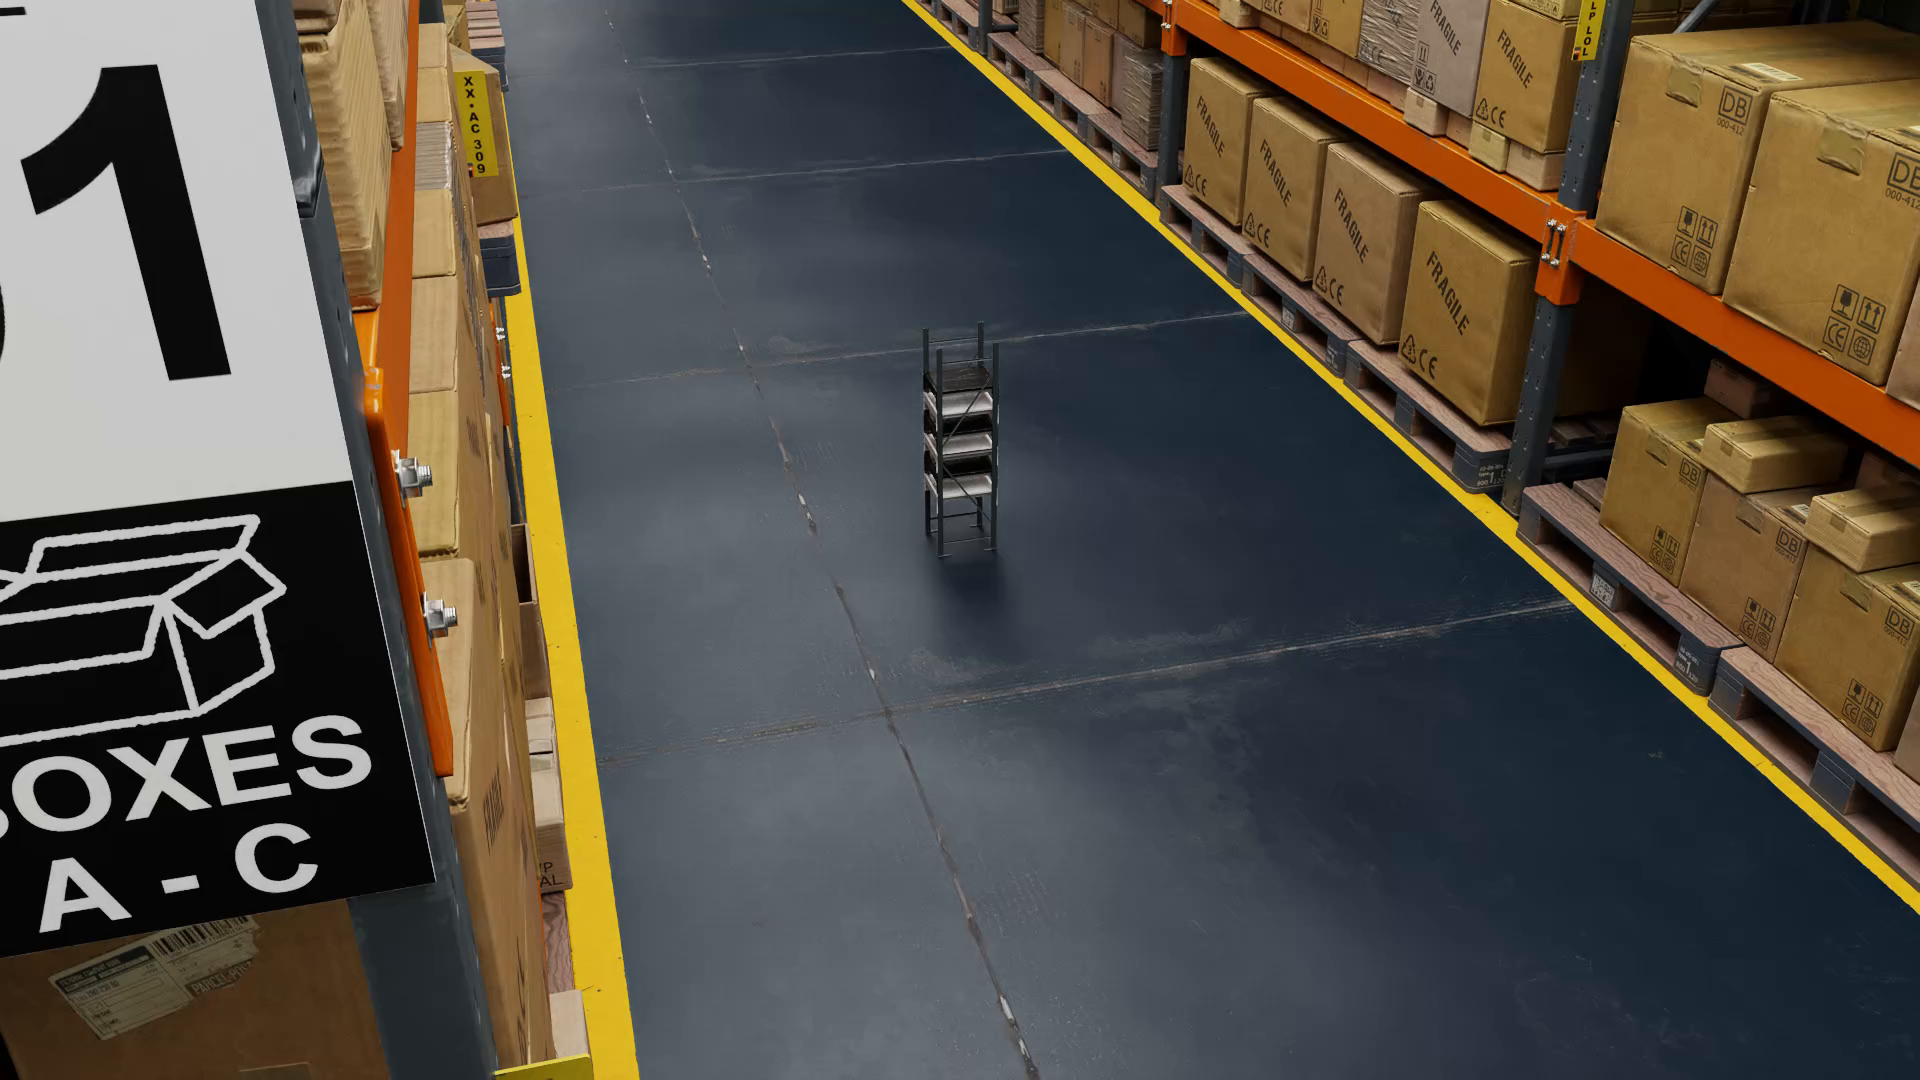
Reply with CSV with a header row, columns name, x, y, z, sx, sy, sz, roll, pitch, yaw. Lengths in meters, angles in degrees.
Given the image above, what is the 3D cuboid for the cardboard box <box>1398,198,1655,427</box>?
name,x,y,z,sx,sy,sz,roll,pitch,yaw
cardboard box,2.472,-1.029,7.260,0.750,0.750,0.750,-7,31,-13

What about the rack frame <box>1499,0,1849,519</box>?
name,x,y,z,sx,sy,sz,roll,pitch,yaw
rack frame,2.769,-1.481,6.314,1.000,3.000,0.127,-8,31,-13

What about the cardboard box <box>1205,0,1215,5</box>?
name,x,y,z,sx,sy,sz,roll,pitch,yaw
cardboard box,1.572,-3.123,9.382,0.380,0.149,0.250,-8,31,-14

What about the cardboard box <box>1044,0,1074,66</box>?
name,x,y,z,sx,sy,sz,roll,pitch,yaw
cardboard box,1.043,-3.857,12.475,0.700,0.500,0.500,-8,31,-14

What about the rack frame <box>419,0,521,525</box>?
name,x,y,z,sx,sy,sz,roll,pitch,yaw
rack frame,-2.005,-0.820,5.173,1.000,3.000,0.127,-8,31,-13

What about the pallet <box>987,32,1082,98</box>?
name,x,y,z,sx,sy,sz,roll,pitch,yaw
pallet,0.854,-3.762,13.039,1.003,0.211,1.213,-8,31,-13

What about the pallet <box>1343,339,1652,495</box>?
name,x,y,z,sx,sy,sz,roll,pitch,yaw
pallet,2.492,-0.637,7.639,1.003,0.211,1.213,-8,31,-13

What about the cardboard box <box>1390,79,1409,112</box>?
name,x,y,z,sx,sy,sz,roll,pitch,yaw
cardboard box,2.164,-2.003,7.447,0.380,0.149,0.250,-8,31,-13

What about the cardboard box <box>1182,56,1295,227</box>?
name,x,y,z,sx,sy,sz,roll,pitch,yaw
cardboard box,1.777,-2.291,9.441,0.750,0.750,0.750,-8,31,-14

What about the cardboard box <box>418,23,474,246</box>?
name,x,y,z,sx,sy,sz,roll,pitch,yaw
cardboard box,-1.622,-1.087,4.535,0.500,0.500,0.500,-8,31,-13

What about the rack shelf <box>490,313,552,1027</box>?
name,x,y,z,sx,sy,sz,roll,pitch,yaw
rack shelf,-1.475,0.457,3.684,1.077,0.370,4.000,-8,31,-13

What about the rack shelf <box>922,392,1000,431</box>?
name,x,y,z,sx,sy,sz,roll,pitch,yaw
rack shelf,0.002,-0.512,6.444,0.258,0.077,0.200,-8,31,-13

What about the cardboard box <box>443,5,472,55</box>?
name,x,y,z,sx,sy,sz,roll,pitch,yaw
cardboard box,-2.159,-1.628,6.049,0.700,0.500,0.500,-3,30,-5

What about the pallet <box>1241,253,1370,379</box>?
name,x,y,z,sx,sy,sz,roll,pitch,yaw
pallet,2.165,-1.227,8.659,1.003,0.211,1.213,-8,31,-13

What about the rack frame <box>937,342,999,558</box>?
name,x,y,z,sx,sy,sz,roll,pitch,yaw
rack frame,0.029,-0.336,6.433,0.240,0.900,0.006,-8,31,-13

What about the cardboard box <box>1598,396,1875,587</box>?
name,x,y,z,sx,sy,sz,roll,pitch,yaw
cardboard box,2.869,-0.206,6.187,0.700,0.500,0.500,-7,31,-13

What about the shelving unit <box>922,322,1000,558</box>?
name,x,y,z,sx,sy,sz,roll,pitch,yaw
shelving unit,0.002,-0.386,6.518,0.258,0.900,0.210,-8,31,-13

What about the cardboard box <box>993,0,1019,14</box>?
name,x,y,z,sx,sy,sz,roll,pitch,yaw
cardboard box,0.475,-4.563,14.029,0.380,0.166,0.250,-12,32,-20

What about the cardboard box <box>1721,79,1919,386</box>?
name,x,y,z,sx,sy,sz,roll,pitch,yaw
cardboard box,3.086,-0.993,5.172,0.980,0.700,0.700,-9,31,-15

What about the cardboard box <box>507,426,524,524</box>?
name,x,y,z,sx,sy,sz,roll,pitch,yaw
cardboard box,-1.899,-0.195,6.148,0.500,0.500,0.500,-9,31,-16

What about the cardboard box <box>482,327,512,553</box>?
name,x,y,z,sx,sy,sz,roll,pitch,yaw
cardboard box,-1.349,-0.160,3.932,0.500,0.500,0.500,-7,31,-12

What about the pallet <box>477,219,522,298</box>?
name,x,y,z,sx,sy,sz,roll,pitch,yaw
pallet,-2.112,-1.138,5.913,1.003,0.211,1.213,-8,31,-13

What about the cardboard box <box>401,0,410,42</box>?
name,x,y,z,sx,sy,sz,roll,pitch,yaw
cardboard box,-1.090,-0.888,2.445,0.500,0.250,0.500,-8,31,-13

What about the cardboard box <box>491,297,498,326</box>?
name,x,y,z,sx,sy,sz,roll,pitch,yaw
cardboard box,-2.164,-1.002,6.795,0.500,0.250,0.500,-8,31,-13

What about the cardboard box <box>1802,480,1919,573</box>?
name,x,y,z,sx,sy,sz,roll,pitch,yaw
cardboard box,2.923,-0.045,5.262,0.380,0.149,0.250,-9,31,-15

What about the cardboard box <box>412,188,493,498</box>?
name,x,y,z,sx,sy,sz,roll,pitch,yaw
cardboard box,-1.217,-0.353,3.267,0.500,0.500,0.500,-8,31,-14

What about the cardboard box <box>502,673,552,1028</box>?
name,x,y,z,sx,sy,sz,roll,pitch,yaw
cardboard box,-0.949,0.570,2.670,0.500,0.500,0.500,-8,31,-14

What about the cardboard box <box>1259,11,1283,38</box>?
name,x,y,z,sx,sy,sz,roll,pitch,yaw
cardboard box,1.805,-2.755,8.747,0.380,0.149,0.250,-8,31,-14

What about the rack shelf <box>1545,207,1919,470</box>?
name,x,y,z,sx,sy,sz,roll,pitch,yaw
rack shelf,3.300,-0.203,4.825,1.077,0.370,4.000,-8,31,-13

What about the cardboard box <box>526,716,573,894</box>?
name,x,y,z,sx,sy,sz,roll,pitch,yaw
cardboard box,-1.382,0.753,4.700,0.500,0.311,0.500,-8,31,-13

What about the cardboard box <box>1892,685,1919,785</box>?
name,x,y,z,sx,sy,sz,roll,pitch,yaw
cardboard box,3.282,0.542,4.895,0.700,0.500,0.500,-9,31,-15

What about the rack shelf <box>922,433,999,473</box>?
name,x,y,z,sx,sy,sz,roll,pitch,yaw
rack shelf,0.002,-0.357,6.534,0.258,0.077,0.200,-8,31,-13

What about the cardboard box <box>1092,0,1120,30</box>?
name,x,y,z,sx,sy,sz,roll,pitch,yaw
cardboard box,1.234,-3.718,11.487,0.500,0.250,0.500,-8,31,-14

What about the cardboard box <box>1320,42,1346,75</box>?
name,x,y,z,sx,sy,sz,roll,pitch,yaw
cardboard box,1.989,-2.383,8.104,0.380,0.149,0.250,-8,31,-13

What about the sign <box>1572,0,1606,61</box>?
name,x,y,z,sx,sy,sz,roll,pitch,yaw
sign,2.249,-1.871,5.911,0.100,0.325,0.005,-8,31,-13

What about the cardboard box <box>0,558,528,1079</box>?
name,x,y,z,sx,sy,sz,roll,pitch,yaw
cardboard box,-0.807,0.386,1.990,0.500,0.500,0.500,-7,31,-12

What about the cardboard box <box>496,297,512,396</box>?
name,x,y,z,sx,sy,sz,roll,pitch,yaw
cardboard box,-2.310,-0.938,7.432,0.500,0.500,0.500,-9,31,-15

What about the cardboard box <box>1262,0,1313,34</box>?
name,x,y,z,sx,sy,sz,roll,pitch,yaw
cardboard box,1.851,-2.831,8.230,0.500,0.500,0.500,-8,31,-13

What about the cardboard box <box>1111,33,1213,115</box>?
name,x,y,z,sx,sy,sz,roll,pitch,yaw
cardboard box,1.442,-3.126,11.213,0.700,0.500,0.500,-8,31,-13

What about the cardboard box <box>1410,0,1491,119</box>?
name,x,y,z,sx,sy,sz,roll,pitch,yaw
cardboard box,2.259,-2.096,6.960,0.500,0.500,0.500,-8,31,-13

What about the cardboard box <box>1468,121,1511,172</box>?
name,x,y,z,sx,sy,sz,roll,pitch,yaw
cardboard box,2.317,-1.625,6.794,0.380,0.149,0.250,-7,31,-12
